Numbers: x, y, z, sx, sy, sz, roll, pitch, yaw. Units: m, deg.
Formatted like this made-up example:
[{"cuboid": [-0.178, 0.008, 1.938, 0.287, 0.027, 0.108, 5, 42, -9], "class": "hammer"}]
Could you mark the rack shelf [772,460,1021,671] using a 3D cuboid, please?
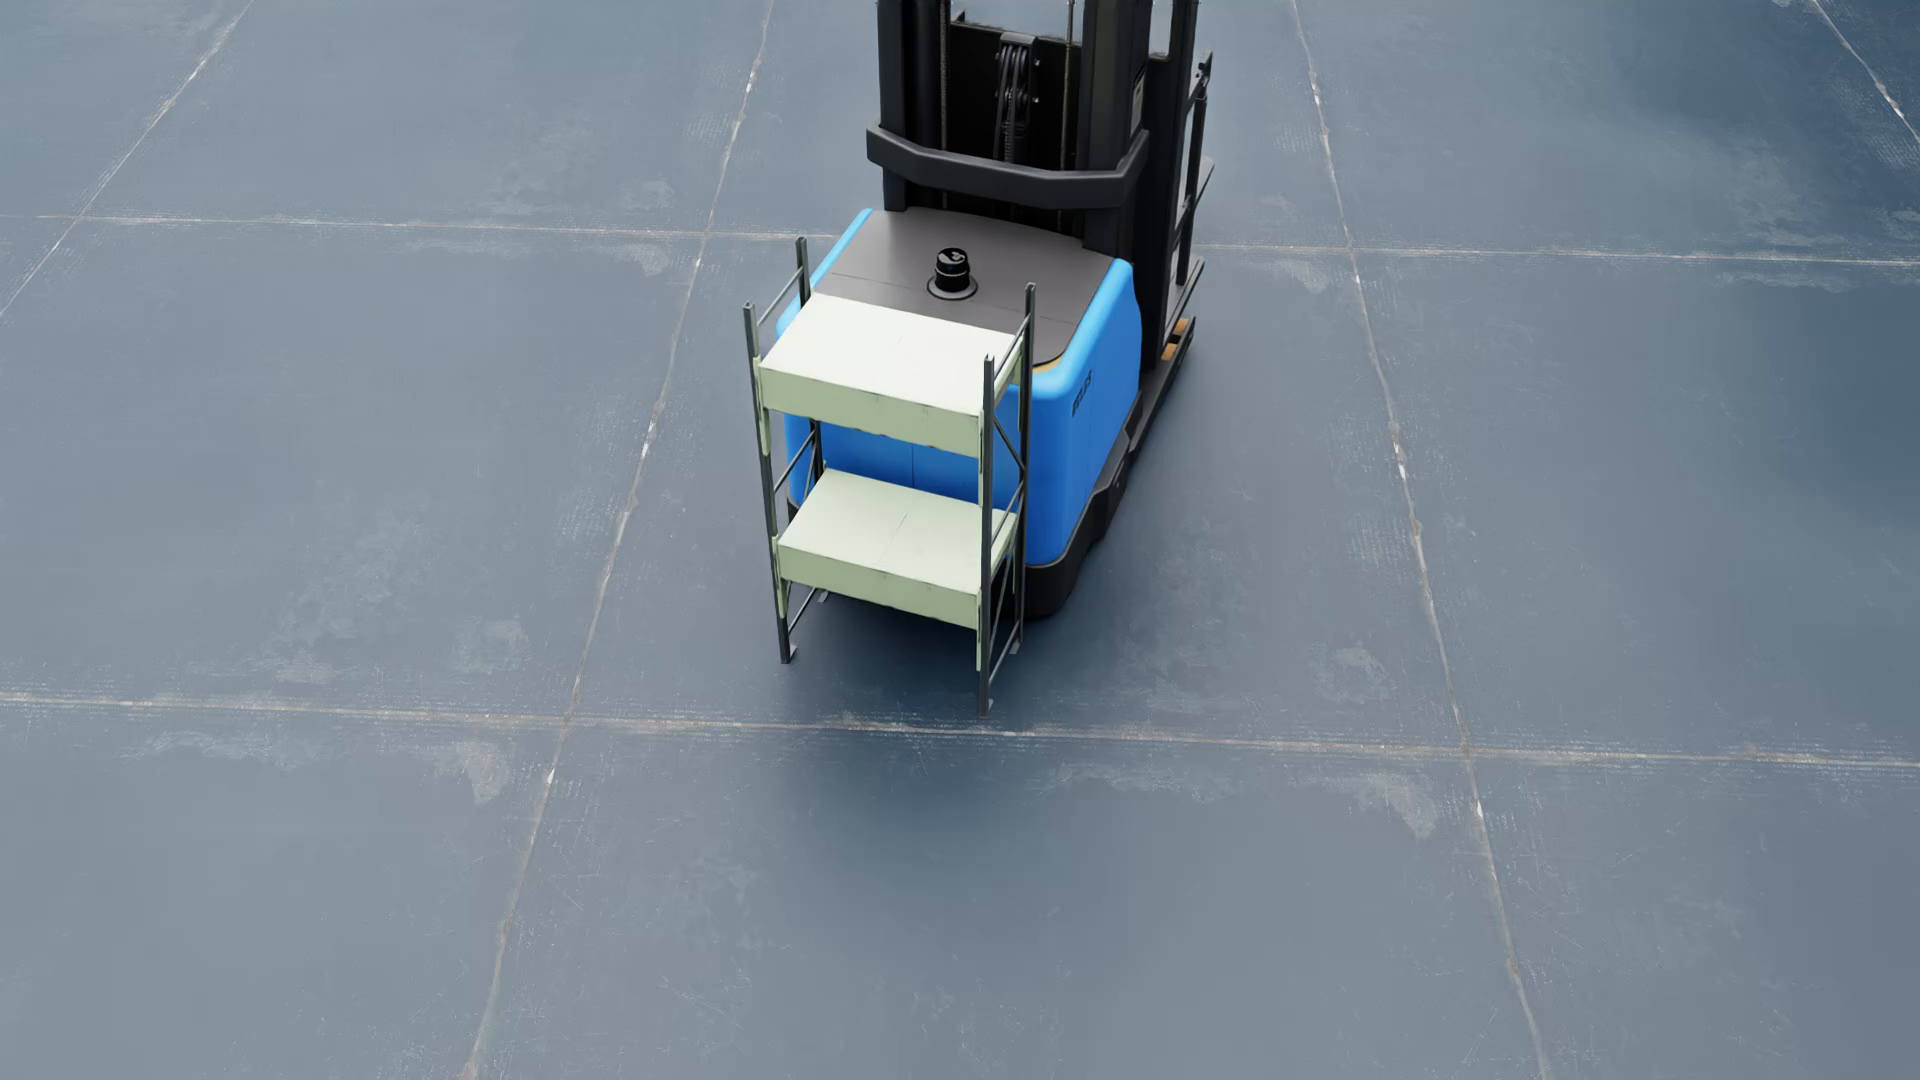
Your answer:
[{"cuboid": [-0.200, 0.079, 5.543, 0.720, 0.370, 0.431, 14, 45, 15], "class": "rack shelf"}]

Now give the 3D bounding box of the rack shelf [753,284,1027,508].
[{"cuboid": [-0.200, -0.445, 5.054, 0.720, 0.370, 0.431, 14, 45, 15], "class": "rack shelf"}]

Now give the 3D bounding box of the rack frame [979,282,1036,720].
[{"cuboid": [0.143, -0.073, 5.228, 0.023, 1.500, 0.400, 14, 45, 15], "class": "rack frame"}]

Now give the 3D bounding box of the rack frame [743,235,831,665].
[{"cuboid": [-0.544, -0.245, 5.412, 0.023, 1.500, 0.400, 14, 45, 15], "class": "rack frame"}]

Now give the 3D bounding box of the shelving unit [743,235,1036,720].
[{"cuboid": [-0.200, -0.159, 5.320, 0.755, 1.500, 0.431, 14, 45, 15], "class": "shelving unit"}]

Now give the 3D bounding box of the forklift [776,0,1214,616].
[{"cuboid": [0.360, -1.821, 6.055, 1.130, 2.935, 3.031, 14, 45, 15], "class": "forklift"}]
